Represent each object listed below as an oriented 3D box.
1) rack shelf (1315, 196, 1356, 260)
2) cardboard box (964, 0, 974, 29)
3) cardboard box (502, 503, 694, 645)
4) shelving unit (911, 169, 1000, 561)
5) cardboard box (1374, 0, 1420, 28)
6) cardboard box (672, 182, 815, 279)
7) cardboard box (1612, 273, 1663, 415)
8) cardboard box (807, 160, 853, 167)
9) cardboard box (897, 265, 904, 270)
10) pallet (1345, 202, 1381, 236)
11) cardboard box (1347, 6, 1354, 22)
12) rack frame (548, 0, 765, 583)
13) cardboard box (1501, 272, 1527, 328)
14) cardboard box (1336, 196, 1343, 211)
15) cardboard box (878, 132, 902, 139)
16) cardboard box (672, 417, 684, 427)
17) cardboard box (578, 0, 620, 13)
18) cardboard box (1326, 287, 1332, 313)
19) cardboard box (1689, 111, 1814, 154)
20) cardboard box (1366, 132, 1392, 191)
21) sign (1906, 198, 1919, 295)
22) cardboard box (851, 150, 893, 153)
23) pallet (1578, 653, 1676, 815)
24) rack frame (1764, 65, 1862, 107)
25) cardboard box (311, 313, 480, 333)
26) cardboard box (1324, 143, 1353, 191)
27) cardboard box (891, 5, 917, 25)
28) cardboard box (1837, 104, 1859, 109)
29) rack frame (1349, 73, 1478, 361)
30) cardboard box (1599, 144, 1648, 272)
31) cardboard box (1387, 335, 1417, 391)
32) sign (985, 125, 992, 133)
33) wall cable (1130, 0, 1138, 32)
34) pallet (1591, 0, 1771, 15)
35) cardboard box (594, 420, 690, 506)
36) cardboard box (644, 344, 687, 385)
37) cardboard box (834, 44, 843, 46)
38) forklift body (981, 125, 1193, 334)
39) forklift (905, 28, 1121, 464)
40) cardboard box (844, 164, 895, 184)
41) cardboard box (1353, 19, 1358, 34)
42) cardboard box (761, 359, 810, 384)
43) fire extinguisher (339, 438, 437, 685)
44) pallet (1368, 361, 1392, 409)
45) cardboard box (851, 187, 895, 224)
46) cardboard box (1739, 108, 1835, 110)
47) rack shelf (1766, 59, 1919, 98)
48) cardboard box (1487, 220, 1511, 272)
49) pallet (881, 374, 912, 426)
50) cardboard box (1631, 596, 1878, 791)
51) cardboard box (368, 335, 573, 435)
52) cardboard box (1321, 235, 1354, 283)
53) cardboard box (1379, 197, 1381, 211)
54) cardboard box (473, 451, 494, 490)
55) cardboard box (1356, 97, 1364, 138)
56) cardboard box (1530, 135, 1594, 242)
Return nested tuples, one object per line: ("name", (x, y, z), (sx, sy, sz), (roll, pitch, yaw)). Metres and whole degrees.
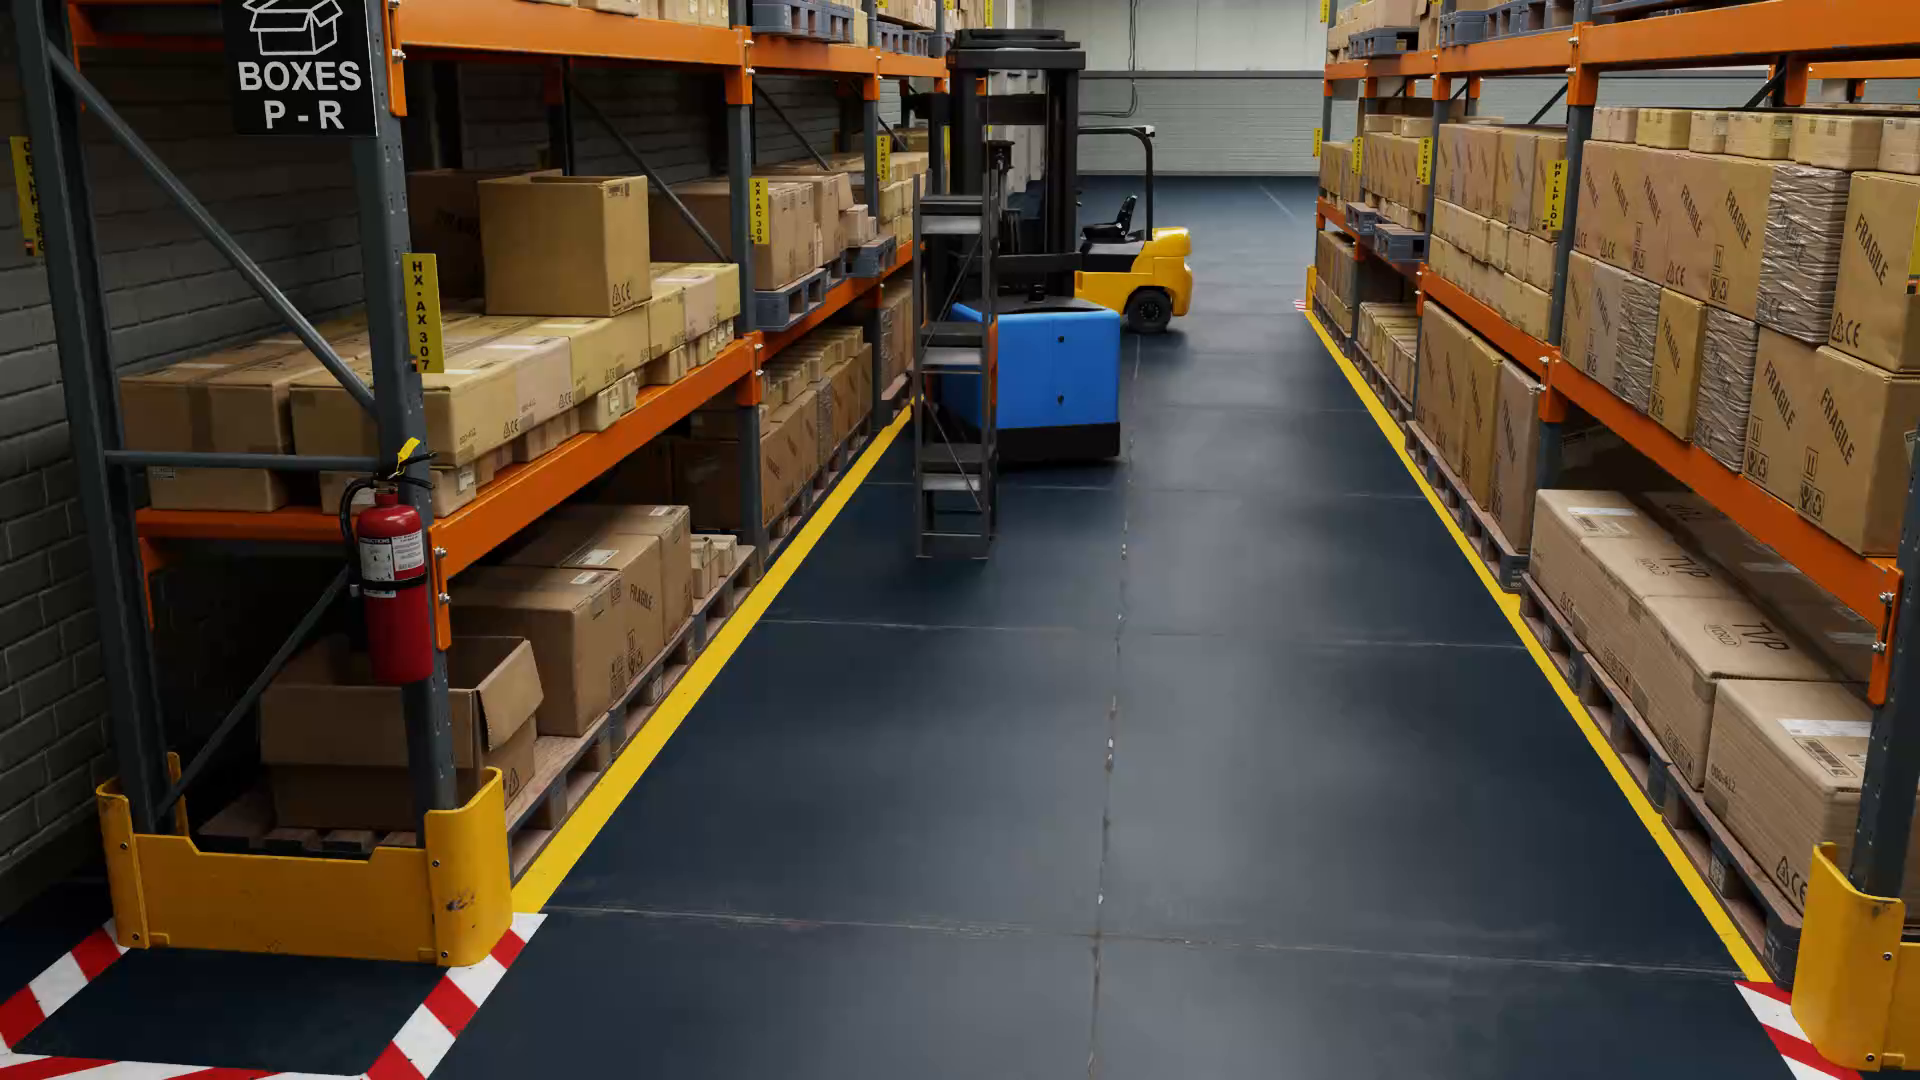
("rack shelf", (4.506, -3.354, 17.696), (1.077, 0.370, 4.000), (2, 15, 6))
("cardboard box", (-0.224, -5.727, 18.162), (0.700, 0.500, 0.500), (2, 15, 7))
("cardboard box", (-1.591, 0.143, 7.370), (0.700, 0.500, 0.500), (1, 15, 4))
("shelving unit", (-0.019, -0.971, 9.229), (0.431, 2.100, 0.503), (2, 15, 6))
("cardboard box", (3.725, -4.358, 13.768), (0.500, 0.250, 0.500), (2, 15, 6))
("cardboard box", (-1.220, -1.757, 9.416), (0.700, 0.500, 0.500), (2, 15, 7))
("cardboard box", (2.941, -0.782, 6.617), (0.500, 0.500, 0.500), (2, 15, 7))
("cardboard box", (-1.114, -3.140, 14.095), (0.380, 0.149, 0.250), (2, 15, 8))
("cardboard box", (-0.789, -2.819, 16.887), (0.500, 0.250, 0.500), (2, 15, 7))
("pallet", (4.049, -2.896, 14.991), (1.003, 0.211, 1.213), (2, 15, 6))
("cardboard box", (4.179, -5.387, 17.046), (0.380, 0.149, 0.250), (2, 15, 7))
("rack frame", (-1.555, -1.252, 8.547), (1.000, 3.000, 0.127), (2, 15, 6))
("cardboard box", (3.236, -1.291, 8.976), (0.500, 0.250, 0.500), (1, 15, 5))
("cardboard box", (4.176, -3.550, 17.526), (0.380, 0.149, 0.250), (2, 15, 7))
("cardboard box", (-0.815, -4.190, 17.408), (0.380, 0.149, 0.250), (1, 15, 5))
("cardboard box", (-1.776, -0.734, 9.372), (0.380, 0.149, 0.250), (2, 15, 6))
("cardboard box", (-1.470, -2.012, 6.092), (0.380, 0.149, 0.250), (2, 15, 6))
("cardboard box", (4.251, -2.620, 18.067), (0.500, 0.250, 0.500), (3, 15, 10))
("cardboard box", (2.893, -1.483, 6.049), (0.380, 0.149, 0.250), (2, 15, 6))
("cardboard box", (3.886, -3.334, 14.678), (0.500, 0.500, 0.500), (2, 15, 6))
("sign", (2.388, -0.763, 4.064), (0.100, 0.325, 0.005), (2, 15, 6))
("cardboard box", (-0.871, -3.780, 16.459), (0.380, 0.149, 0.250), (2, 15, 6))
("pallet", (3.078, 0.751, 6.480), (1.003, 0.211, 1.213), (2, 15, 6))
("rack frame", (9.661, -4.100, 19.078), (1.000, 3.000, 0.127), (2, 15, 6))
("cardboard box", (-2.098, -0.675, 6.131), (0.500, 0.250, 0.500), (2, 15, 8))
("cardboard box", (4.347, -4.162, 18.547), (0.500, 0.500, 0.500), (2, 15, 8))
("cardboard box", (-0.562, -4.411, 13.967), (0.380, 0.149, 0.250), (2, 15, 6))
("cardboard box", (9.482, -4.171, 16.983), (0.875, 0.550, 0.500), (2, 15, 6))
("rack frame", (4.280, -3.182, 15.684), (1.000, 3.000, 0.127), (2, 15, 6))
("cardboard box", (3.020, -1.391, 6.953), (0.500, 0.500, 0.500), (1, 15, 6))
("cardboard box", (3.977, -1.417, 13.385), (0.950, 0.372, 0.625), (1, 15, 5))
("sign", (0.336, -5.018, 19.803), (0.100, 0.325, 0.005), (2, 15, 6))
("wall cable", (6.544, -16.472, 49.613), (3.097, 2.526, 0.112), (2, 15, 6))
("pallet", (3.274, -2.301, 6.847), (1.003, 0.211, 1.213), (2, 15, 6))
("cardboard box", (-1.794, -0.385, 9.322), (0.500, 0.500, 0.500), (2, 15, 6))
("cardboard box", (-1.411, -0.770, 7.246), (0.380, 0.149, 0.250), (1, 15, 5))
("cardboard box", (-1.033, -3.265, 10.531), (0.500, 0.250, 0.500), (2, 15, 6))
("forklift body", (1.398, -3.410, 18.151), (2.313, 2.155, 1.214), (2, 15, 6))
("forklift", (0.247, -2.273, 12.452), (1.130, 2.935, 3.031), (-4, 16, -14))
("cardboard box", (-0.726, -2.930, 13.318), (0.380, 0.149, 0.250), (2, 15, 7))
("cardboard box", (4.118, -4.955, 16.210), (0.500, 0.250, 0.500), (1, 15, 5))
("cardboard box", (-1.164, -1.058, 10.571), (0.380, 0.149, 0.250), (2, 15, 6))
("fire extinguisher", (-1.564, 0.054, 4.578), (0.296, 0.674, 0.183), (2, 15, 6))
("pallet", (4.058, -1.317, 14.127), (1.003, 0.211, 1.213), (2, 15, 6))
("cardboard box", (-0.786, -2.566, 12.735), (0.500, 0.250, 0.500), (2, 15, 6))
("cardboard box", (3.483, -1.733, 6.973), (0.380, 0.149, 0.250), (2, 15, 6))
("rack shelf", (9.435, -4.682, 16.862), (1.077, 0.370, 4.000), (2, 15, 6))
("cardboard box", (3.287, -1.662, 9.392), (0.500, 0.250, 0.500), (2, 15, 8))
("pallet", (-0.972, -1.156, 13.533), (1.003, 0.211, 1.213), (2, 15, 6))
("cardboard box", (2.996, 0.553, 5.976), (0.875, 0.438, 0.875), (2, 15, 8))
("cardboard box", (-1.631, -0.527, 5.581), (0.500, 0.250, 0.500), (2, 15, 7))
("cardboard box", (4.309, -3.114, 18.458), (0.500, 0.500, 0.500), (1, 15, 4))
("cardboard box", (3.840, -2.924, 14.405), (0.380, 0.149, 0.250), (2, 15, 7))
("cardboard box", (-1.714, -0.238, 5.278), (0.380, 0.149, 0.250), (2, 15, 8))
("cardboard box", (4.891, -4.755, 18.824), (0.700, 0.500, 0.500), (1, 15, 5))
("cardboard box", (3.178, -1.761, 8.323), (0.500, 0.500, 0.500), (2, 15, 8))
